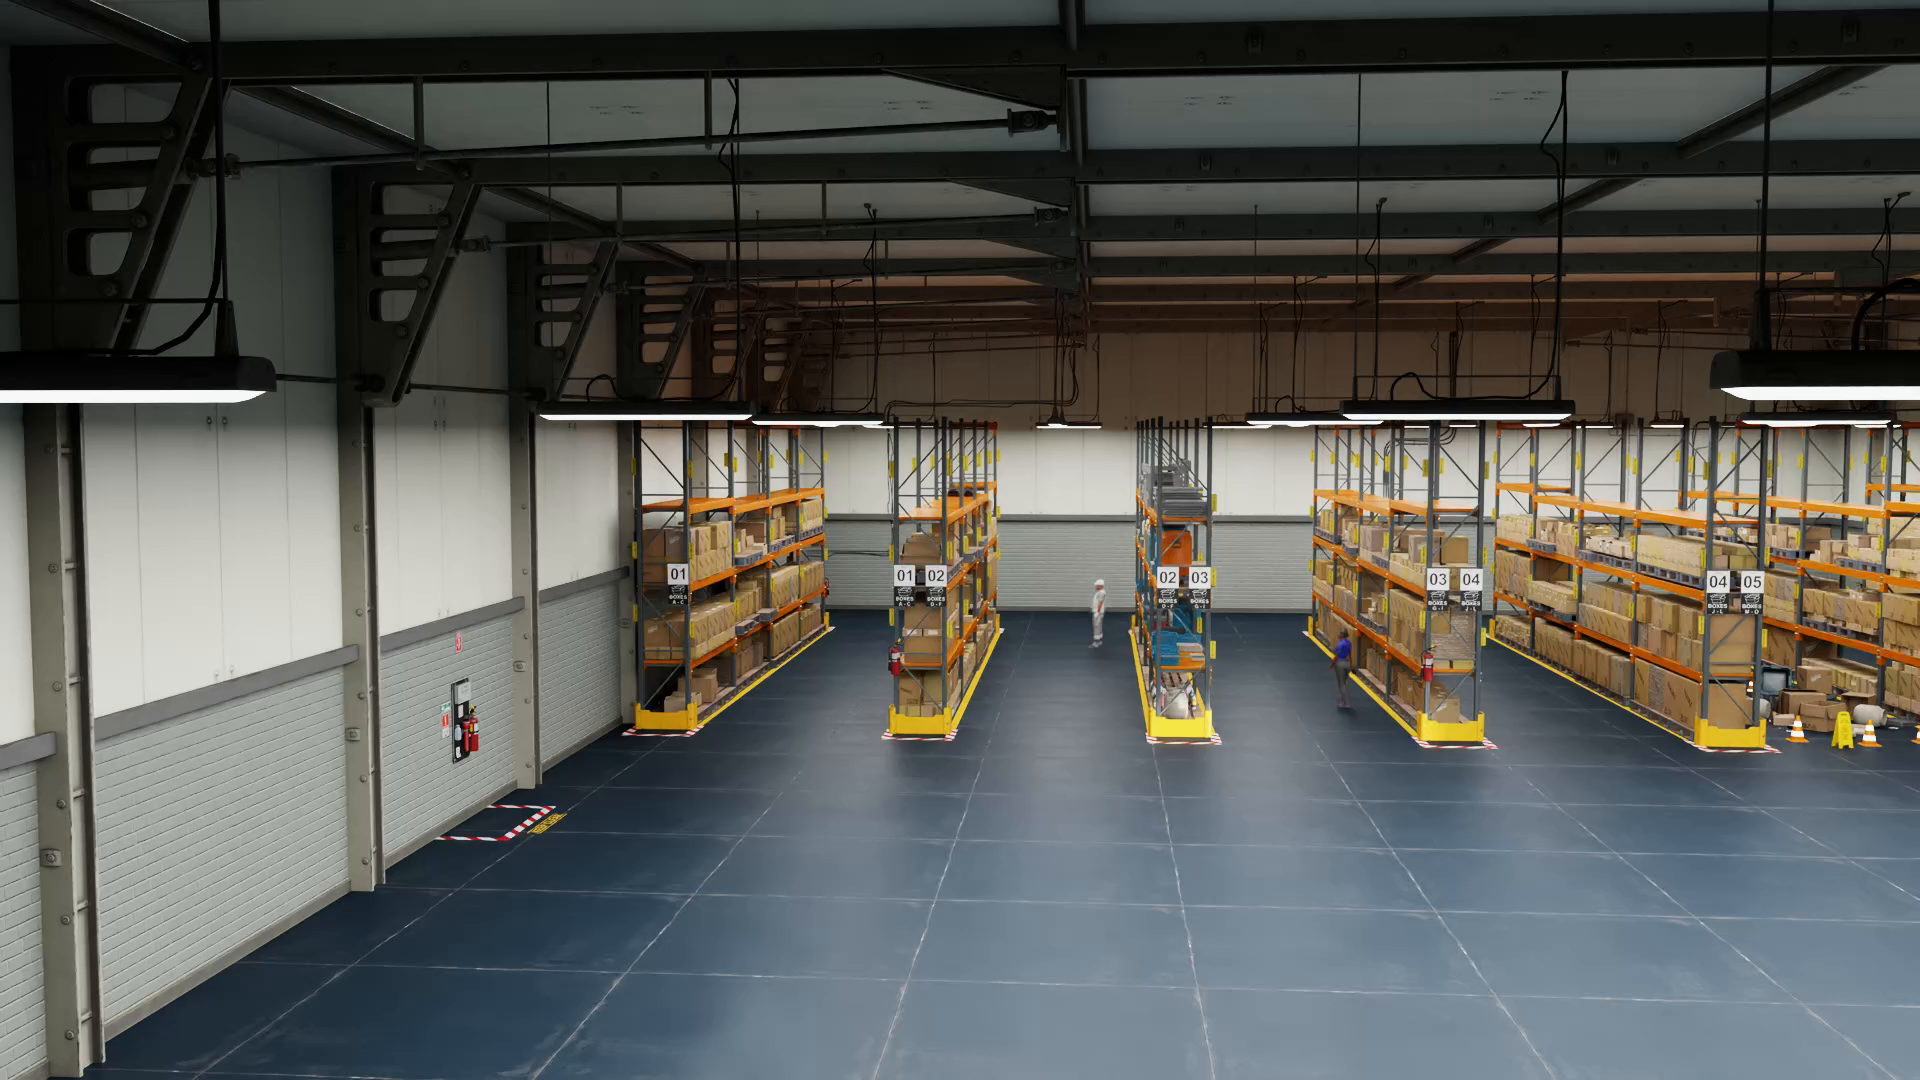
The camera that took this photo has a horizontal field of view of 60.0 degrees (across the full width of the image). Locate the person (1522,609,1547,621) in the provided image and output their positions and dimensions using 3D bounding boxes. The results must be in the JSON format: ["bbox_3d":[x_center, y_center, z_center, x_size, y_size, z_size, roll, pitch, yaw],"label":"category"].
[{"bbox_3d":[16.288,1.806,47.190,1.005,1.682,0.569,0,4,1],"label":"person"}]

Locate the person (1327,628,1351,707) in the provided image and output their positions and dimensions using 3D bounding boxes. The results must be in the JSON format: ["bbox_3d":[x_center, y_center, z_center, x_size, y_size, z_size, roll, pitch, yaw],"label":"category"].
[{"bbox_3d":[7.888,2.674,34.465,0.499,1.718,0.594,-2,4,-32],"label":"person"}]

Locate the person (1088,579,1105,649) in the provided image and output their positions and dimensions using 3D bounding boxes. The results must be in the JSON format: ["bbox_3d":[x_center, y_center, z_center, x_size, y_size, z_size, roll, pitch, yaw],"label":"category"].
[{"bbox_3d":[3.541,1.916,43.003,0.456,1.793,0.597,1,4,11],"label":"person"}]
